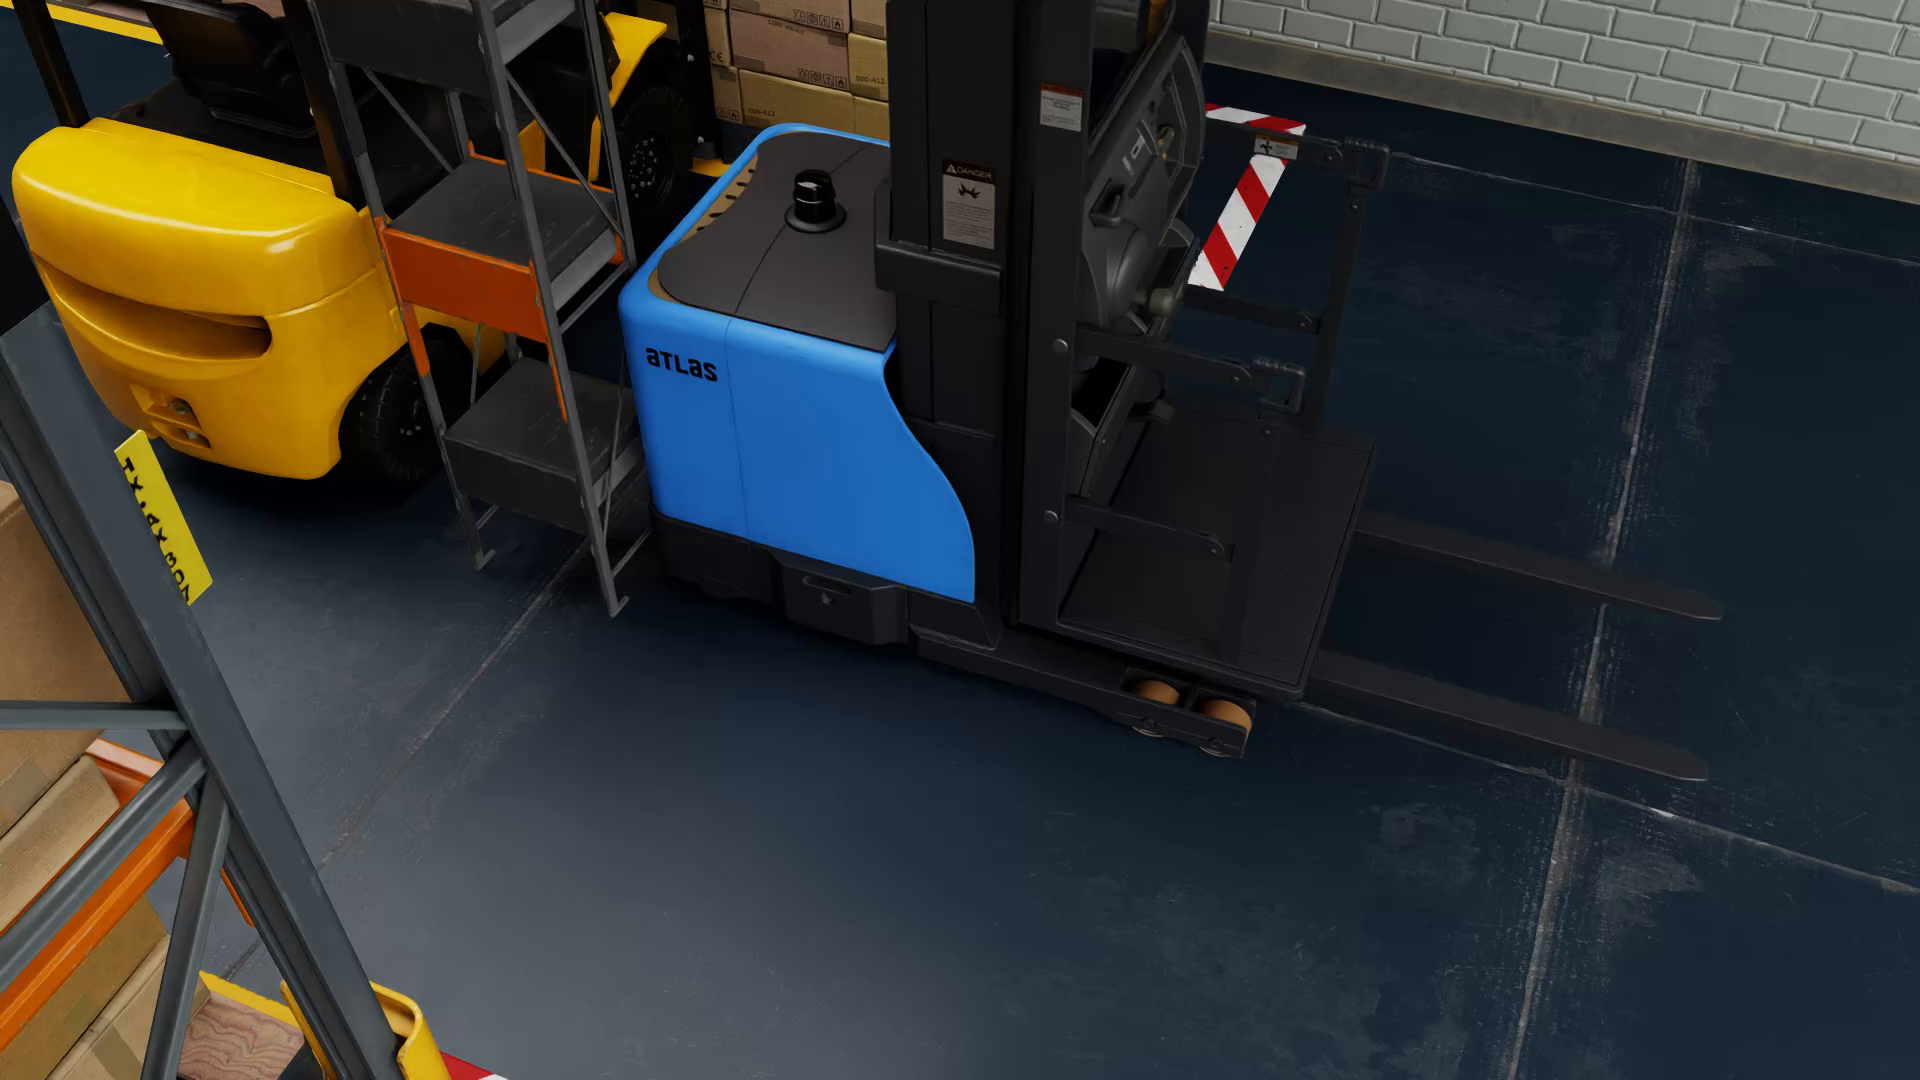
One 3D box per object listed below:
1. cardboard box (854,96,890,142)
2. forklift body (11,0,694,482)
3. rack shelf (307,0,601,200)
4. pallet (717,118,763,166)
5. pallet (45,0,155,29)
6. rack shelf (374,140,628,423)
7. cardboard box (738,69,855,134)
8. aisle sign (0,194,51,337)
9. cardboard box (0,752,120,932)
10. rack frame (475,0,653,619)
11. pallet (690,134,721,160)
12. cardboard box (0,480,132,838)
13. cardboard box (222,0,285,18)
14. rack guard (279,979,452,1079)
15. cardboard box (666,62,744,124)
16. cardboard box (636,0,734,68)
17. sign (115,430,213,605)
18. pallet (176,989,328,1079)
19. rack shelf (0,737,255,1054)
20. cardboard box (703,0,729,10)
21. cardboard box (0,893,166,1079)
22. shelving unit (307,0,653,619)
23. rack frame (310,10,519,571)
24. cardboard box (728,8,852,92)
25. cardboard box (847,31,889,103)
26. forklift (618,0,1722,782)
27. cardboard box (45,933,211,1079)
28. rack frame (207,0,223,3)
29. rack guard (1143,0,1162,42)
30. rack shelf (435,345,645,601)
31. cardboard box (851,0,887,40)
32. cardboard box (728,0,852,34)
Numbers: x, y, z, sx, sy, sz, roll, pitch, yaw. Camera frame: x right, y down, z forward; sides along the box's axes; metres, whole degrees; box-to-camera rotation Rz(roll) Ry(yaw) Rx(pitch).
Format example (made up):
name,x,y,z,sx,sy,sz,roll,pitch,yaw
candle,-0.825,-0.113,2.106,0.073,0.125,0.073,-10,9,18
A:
name,x,y,z,sx,sy,sz,roll,pitch,yaw
cardboard box,-0.078,-1.684,6.467,0.500,0.250,0.500,17,47,16
forklift body,-1.975,-1.614,5.348,1.214,2.155,2.313,16,47,16
rack shelf,-1.192,-1.195,3.989,0.480,0.518,0.431,17,47,17
pallet,-0.245,-1.780,6.889,1.213,0.211,1.003,16,47,16
pallet,-3.909,-2.860,7.975,1.213,0.211,1.003,16,47,16
rack shelf,-1.192,-0.699,4.483,0.480,0.518,0.431,17,47,17
cardboard box,-0.533,-1.825,6.609,0.500,0.250,0.500,16,47,16
aisle sign,-1.254,-0.462,1.745,0.004,0.787,0.394,16,47,16
cardboard box,-1.664,0.506,2.793,0.250,0.149,0.380,17,47,16
rack frame,-0.969,-0.638,4.403,0.015,2.100,0.400,17,47,17
pallet,-1.367,-2.112,7.223,1.213,0.211,1.003,16,47,16
cardboard box,-1.761,0.194,2.646,0.500,0.500,0.500,16,47,15
cardboard box,-2.895,-2.501,7.289,0.500,0.250,0.500,17,47,16
rack guard,-1.500,1.510,3.378,0.348,0.500,1.175,16,47,16
cardboard box,-0.992,-1.967,6.752,0.500,0.250,0.500,17,47,16
cardboard box,-1.036,-2.138,6.569,0.500,0.250,0.500,15,47,15
sign,-1.222,-0.016,2.525,0.005,0.325,0.100,16,47,16
pallet,-2.237,1.369,3.725,1.213,0.211,1.003,16,47,16
rack shelf,-3.276,0.356,3.275,4.000,0.370,1.077,16,47,16
cardboard box,-1.011,-2.304,6.382,0.500,0.250,0.500,17,47,16
cardboard box,-2.091,0.799,3.440,0.500,0.500,0.500,15,47,15
shelving unit,-1.192,-0.708,4.473,0.503,2.100,0.431,17,47,17
rack frame,-1.415,-0.779,4.544,0.015,2.100,0.400,17,47,17
cardboard box,-0.551,-2.011,6.442,0.500,0.250,0.500,16,47,15
cardboard box,-0.092,-1.868,6.298,0.500,0.250,0.500,16,47,15
forklift,0.644,-0.862,4.038,3.031,2.935,1.130,15,47,15
cardboard box,-2.068,1.071,3.699,0.500,0.250,0.500,16,47,16
rack frame,-3.214,-3.674,6.816,0.127,3.000,1.000,16,47,16
rack guard,0.499,-1.695,6.599,0.348,0.500,1.175,16,47,16
rack shelf,-1.192,-0.203,4.977,0.480,0.518,0.431,17,47,17
cardboard box,-0.068,-2.038,6.115,0.500,0.250,0.500,18,48,17
cardboard box,-0.541,-2.173,6.250,0.500,0.250,0.500,17,47,17
